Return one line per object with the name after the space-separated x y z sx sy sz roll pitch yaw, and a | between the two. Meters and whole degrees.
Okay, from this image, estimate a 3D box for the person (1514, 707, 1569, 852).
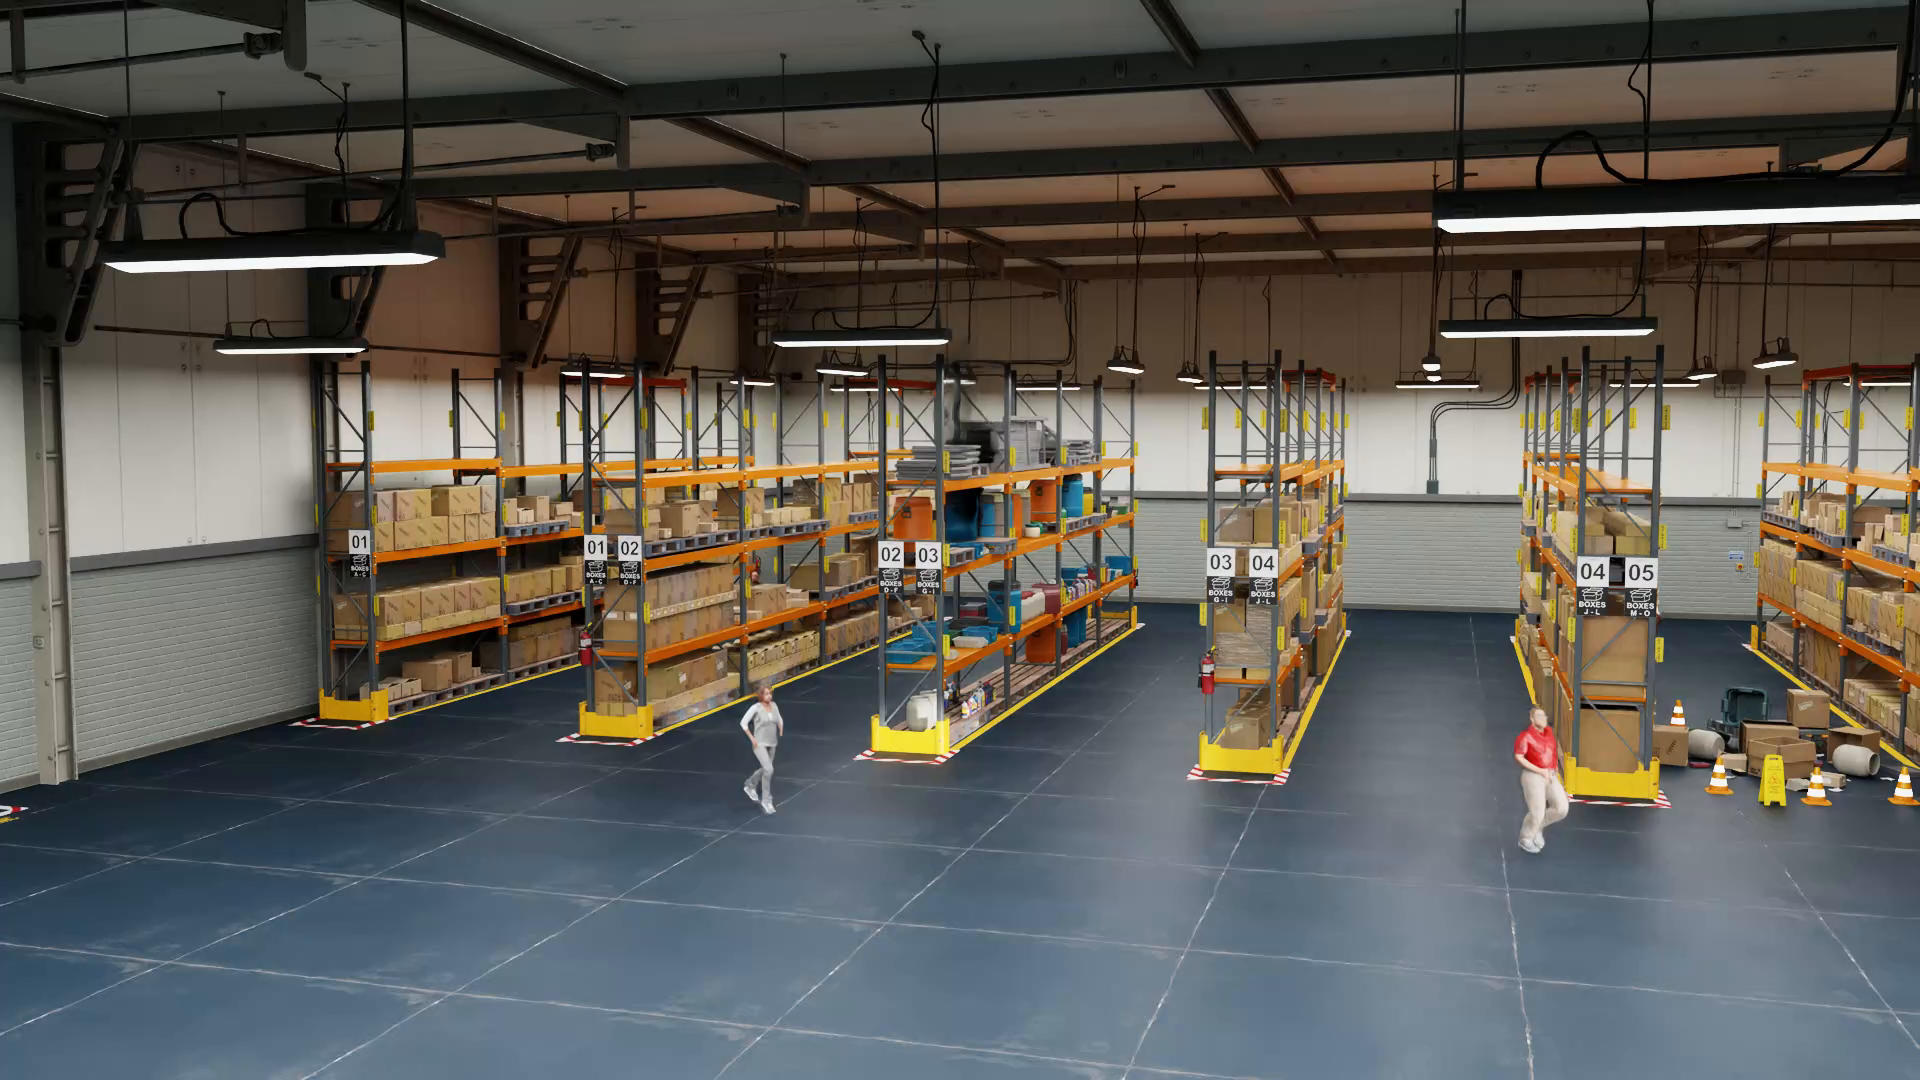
6.751 2.784 19.290 0.667 1.684 0.567 -2 5 -26 | person

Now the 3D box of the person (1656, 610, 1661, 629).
13.210 1.822 32.318 0.699 1.769 0.889 1 4 17 | person

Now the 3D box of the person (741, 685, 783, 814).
-2.561 2.629 21.480 0.561 1.539 0.660 -4 6 -44 | person

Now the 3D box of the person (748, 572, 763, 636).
-4.446 1.578 36.041 0.638 1.784 0.781 1 4 9 | person
